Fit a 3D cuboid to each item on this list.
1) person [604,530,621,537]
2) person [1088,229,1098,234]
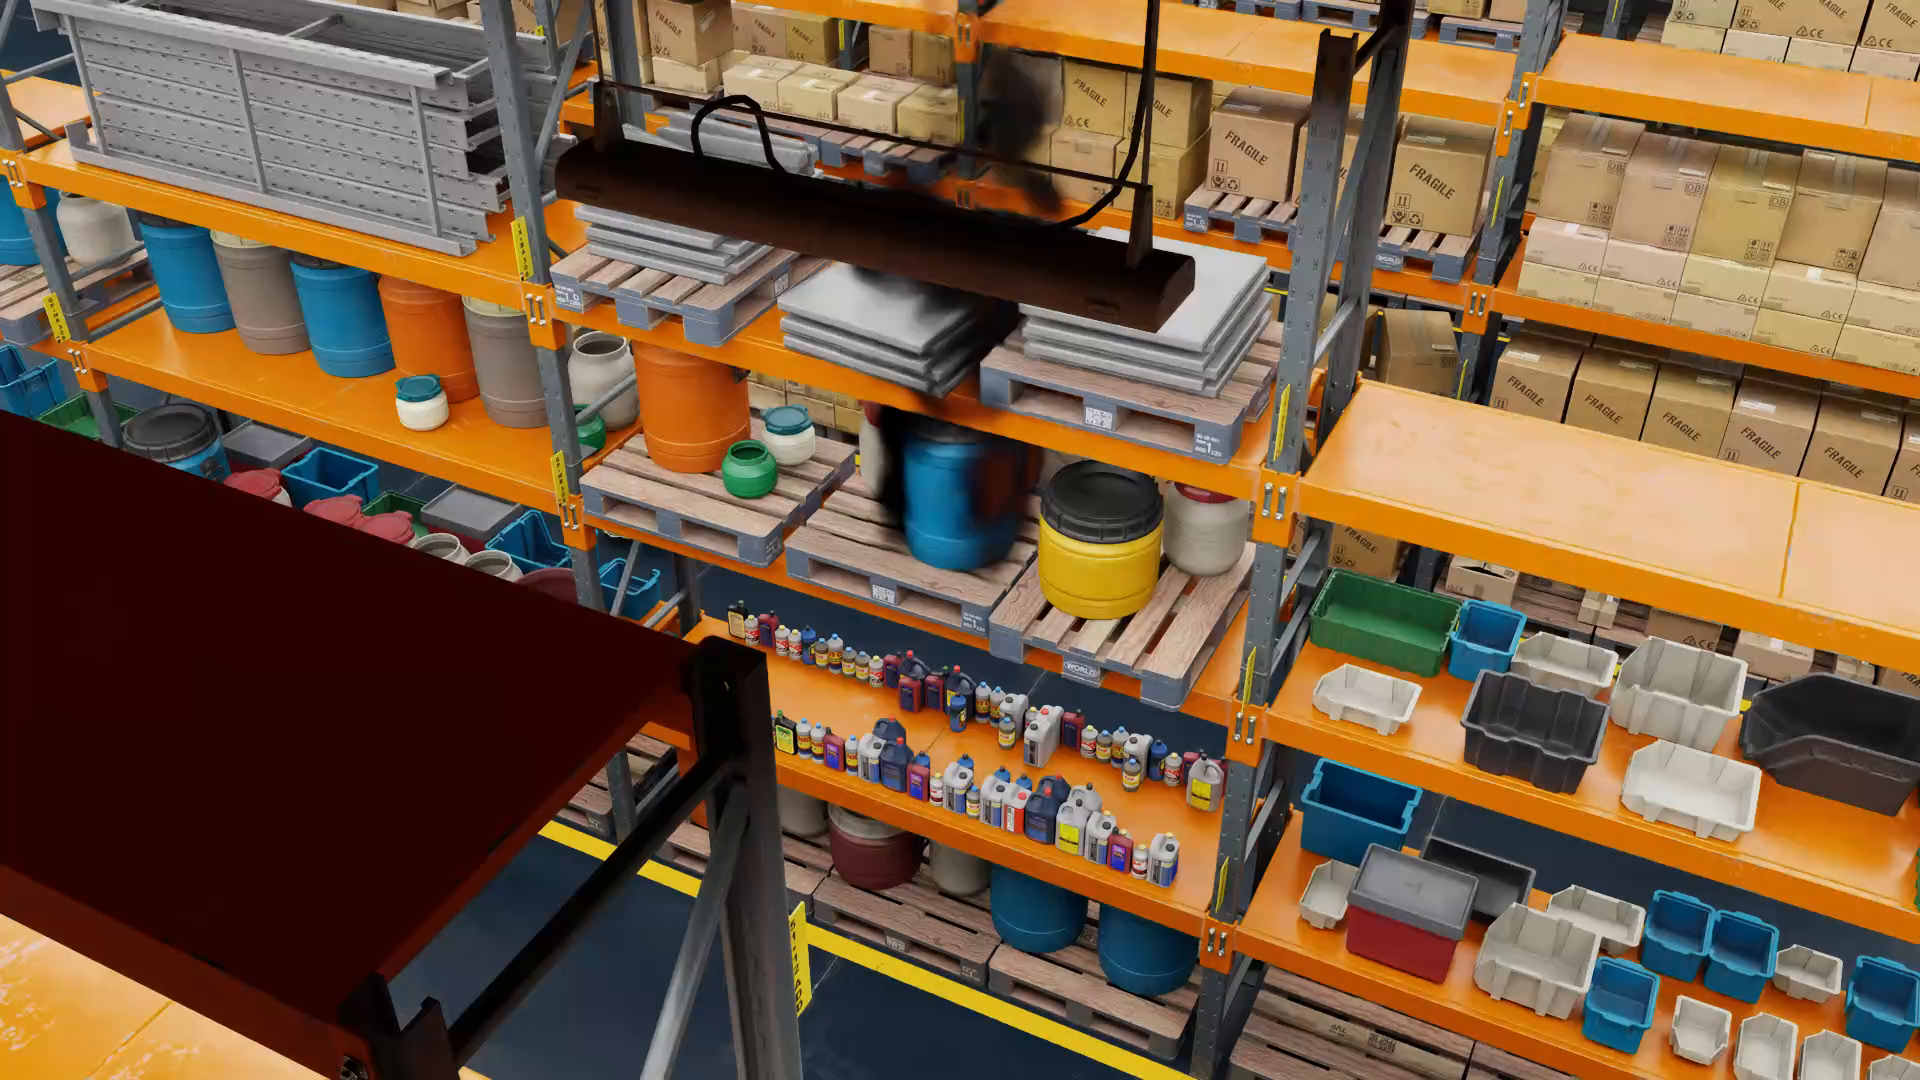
[{"bbox_3d":[-3.016,-0.700,13.493,0.688,1.578,0.523,15,38,20],"label":"person"},{"bbox_3d":[1.343,-2.188,15.617,0.550,1.614,0.616,14,38,20],"label":"person"}]
